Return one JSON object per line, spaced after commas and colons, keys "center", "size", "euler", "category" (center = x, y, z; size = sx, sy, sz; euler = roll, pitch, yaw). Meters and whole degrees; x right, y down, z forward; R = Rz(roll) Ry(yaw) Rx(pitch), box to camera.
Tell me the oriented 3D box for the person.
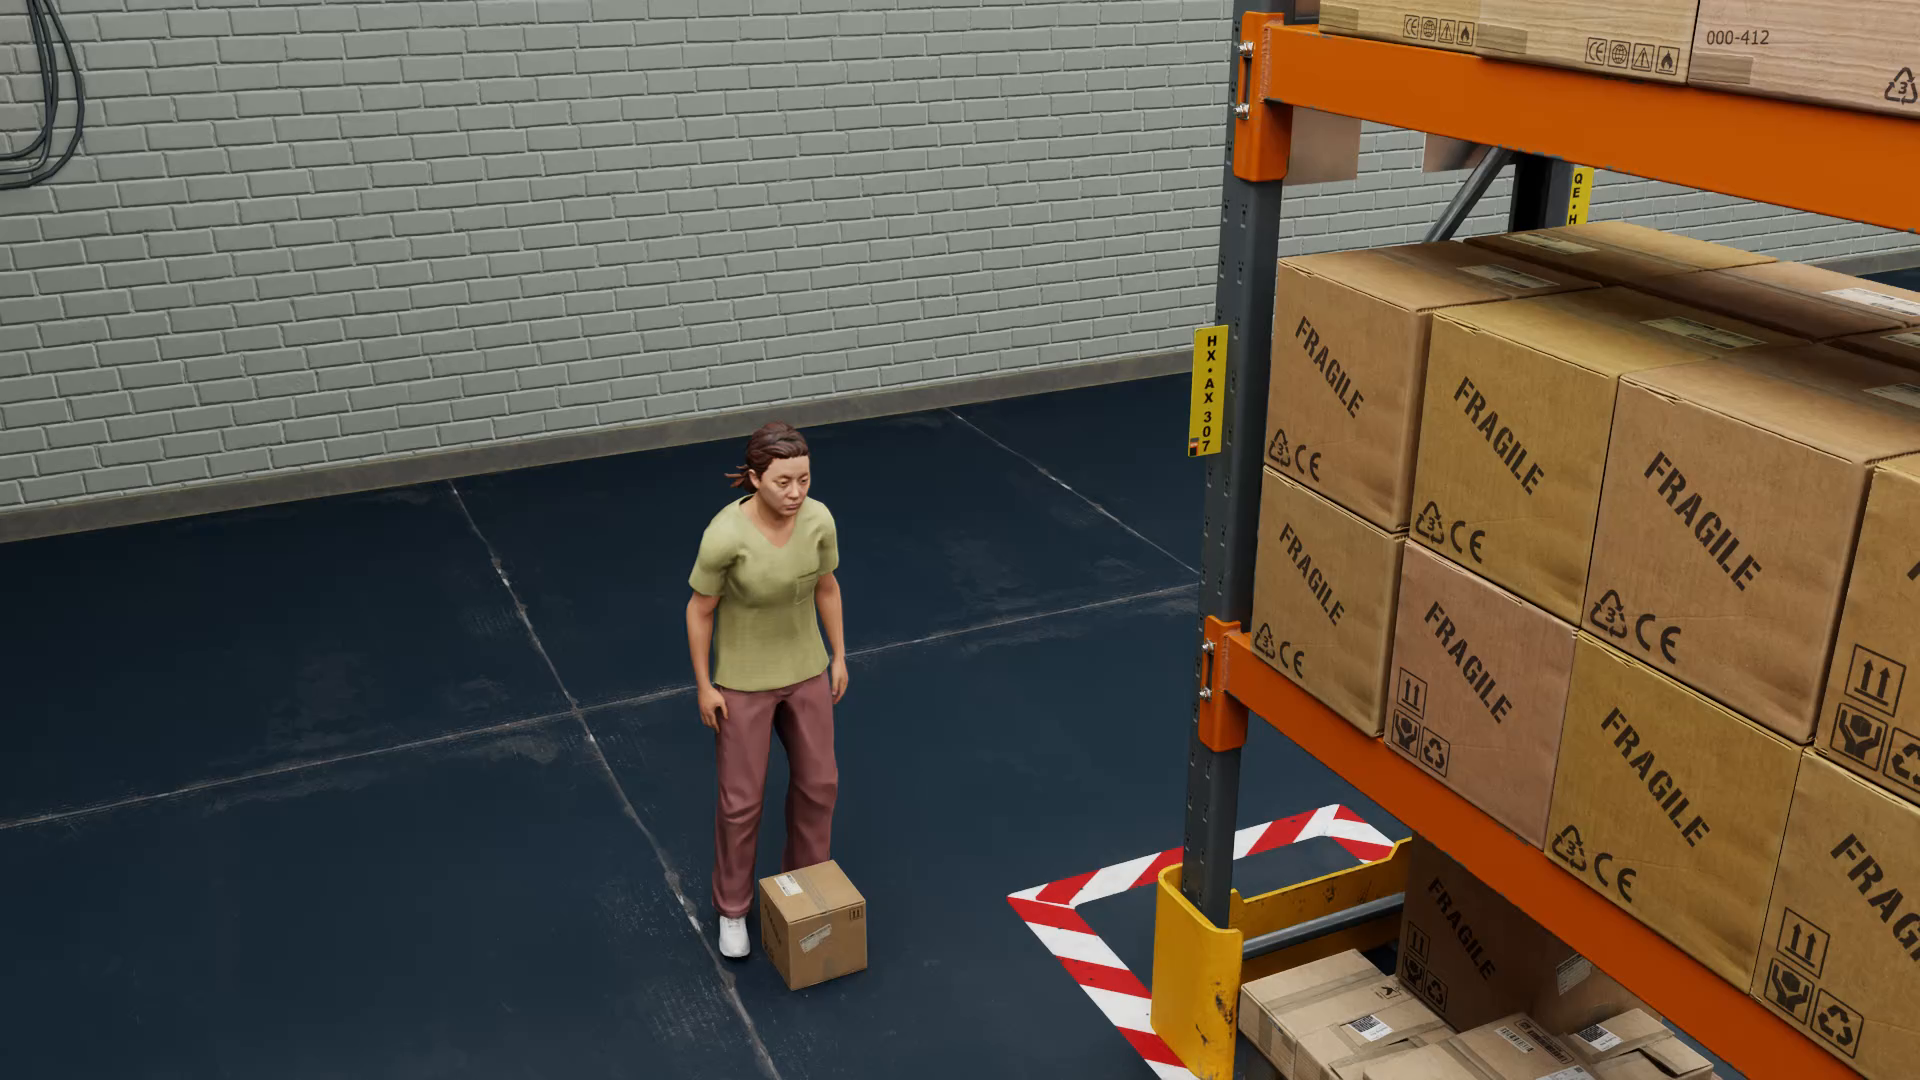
{"center": [-0.562, 0.435, 5.030], "size": [0.515, 1.671, 0.365], "euler": [-12, 25, -27], "category": "person"}
